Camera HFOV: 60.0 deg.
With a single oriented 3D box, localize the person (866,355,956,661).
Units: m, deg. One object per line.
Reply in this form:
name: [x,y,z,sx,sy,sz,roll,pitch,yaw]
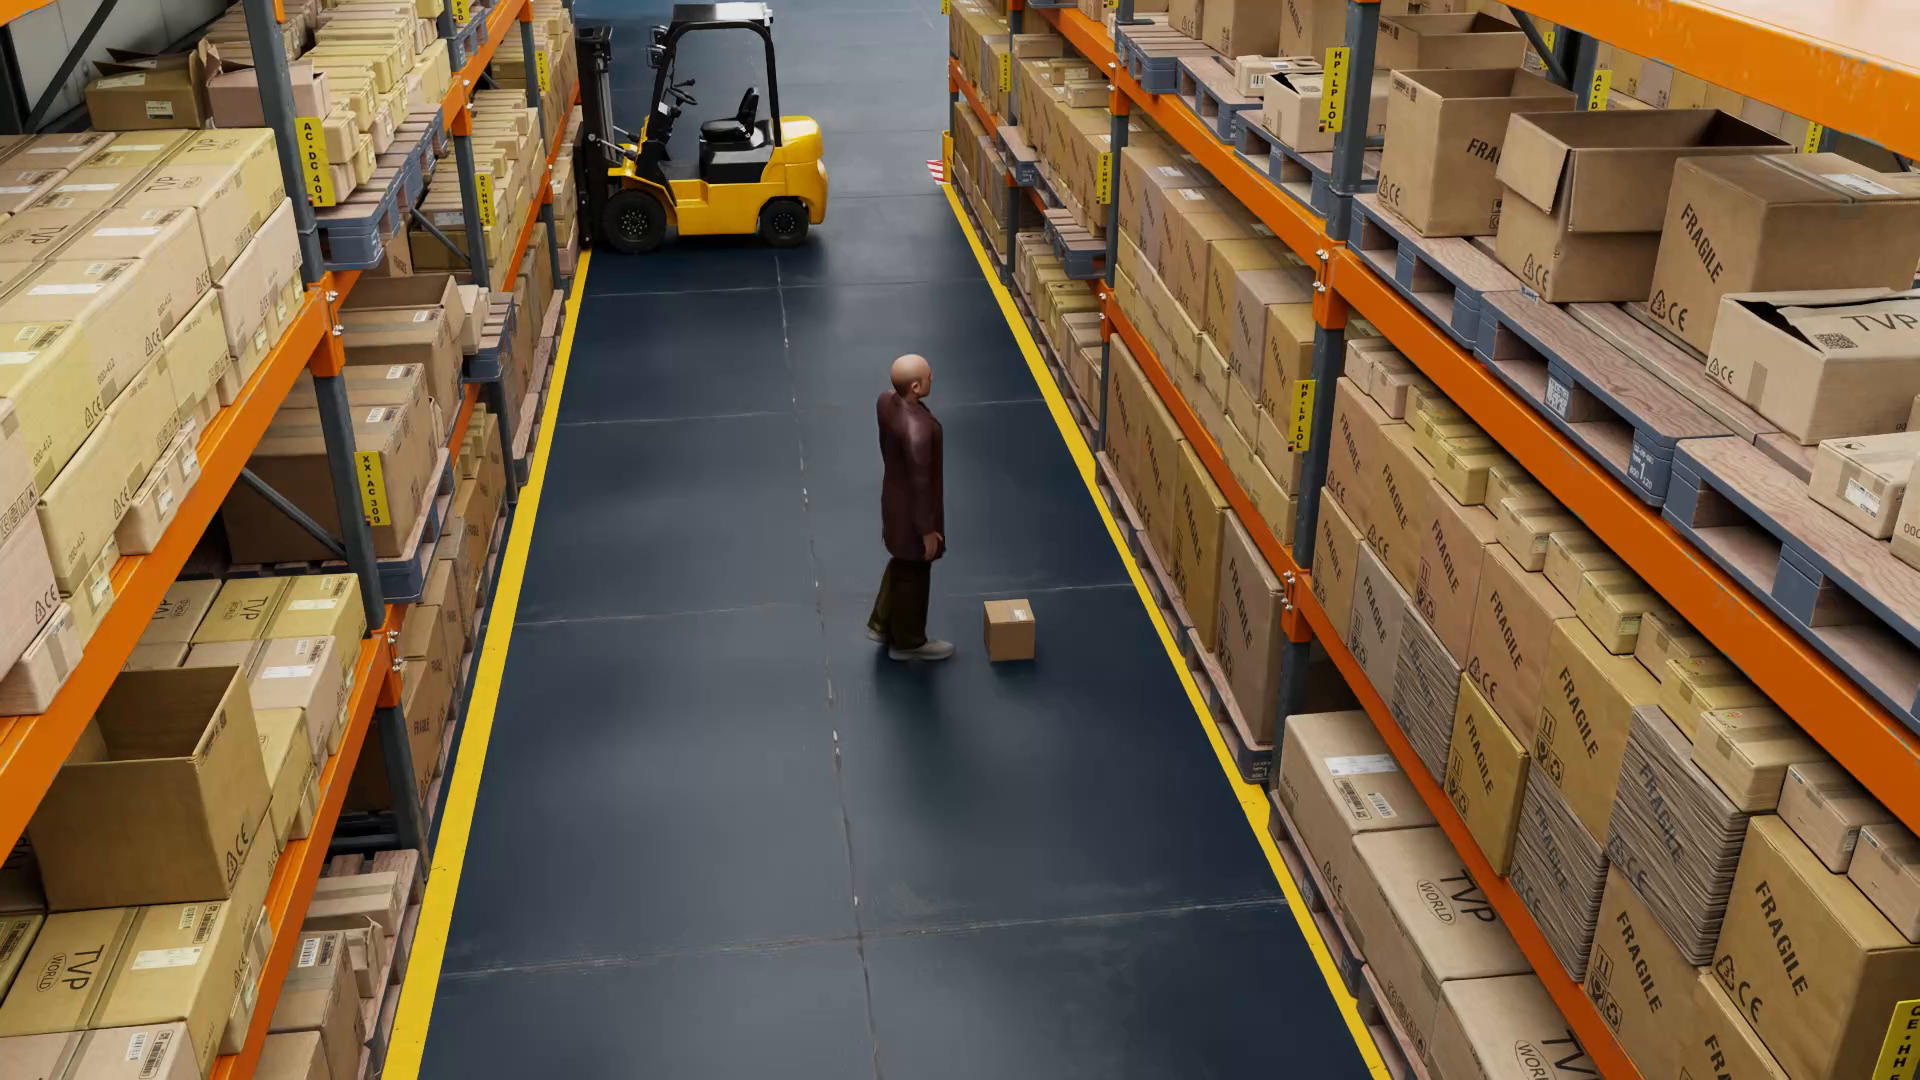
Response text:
person: [-0.269,-0.138,8.907,0.459,1.834,0.634,-8,28,-16]
